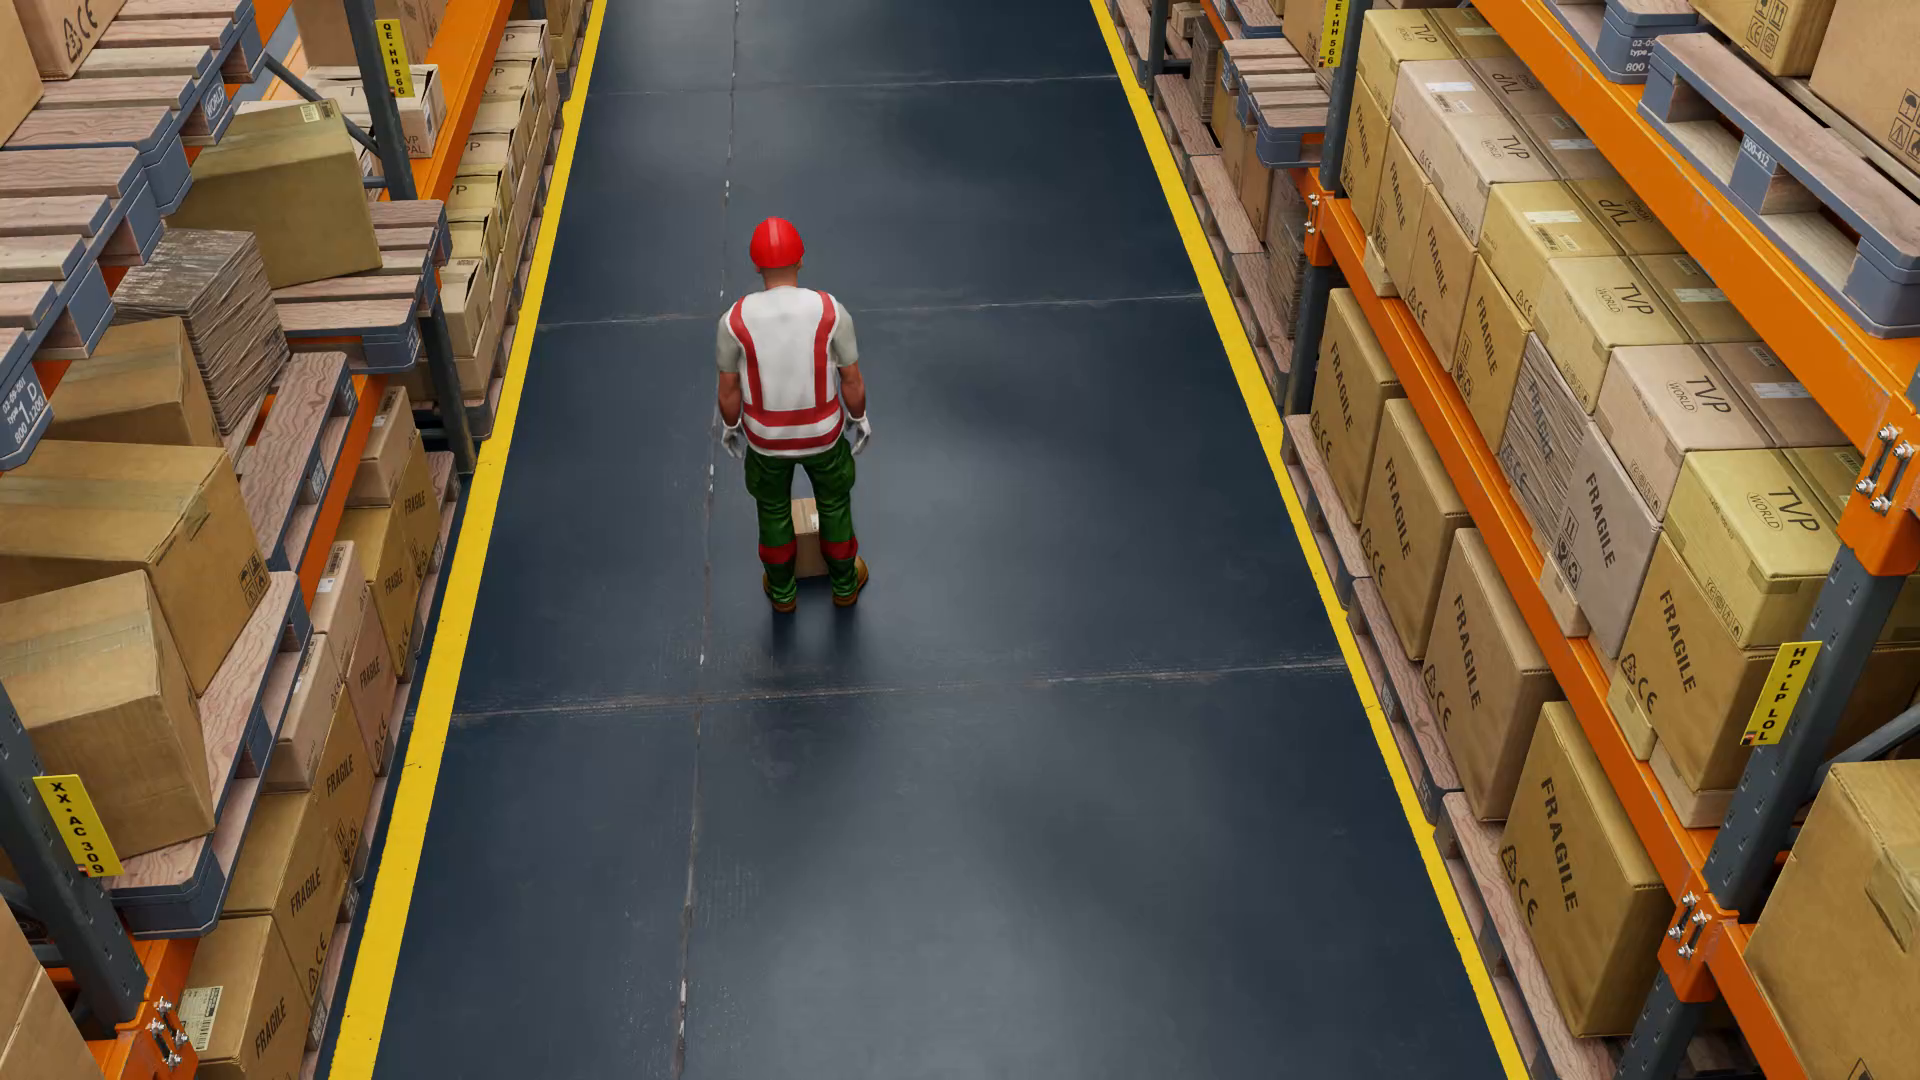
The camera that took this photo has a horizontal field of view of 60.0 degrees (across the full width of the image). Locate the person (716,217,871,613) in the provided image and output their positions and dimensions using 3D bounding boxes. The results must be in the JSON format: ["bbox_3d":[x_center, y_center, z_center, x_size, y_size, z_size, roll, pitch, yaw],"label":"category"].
[{"bbox_3d":[-0.663,-0.460,6.716,0.604,1.778,0.453,-3,39,-4],"label":"person"}]
